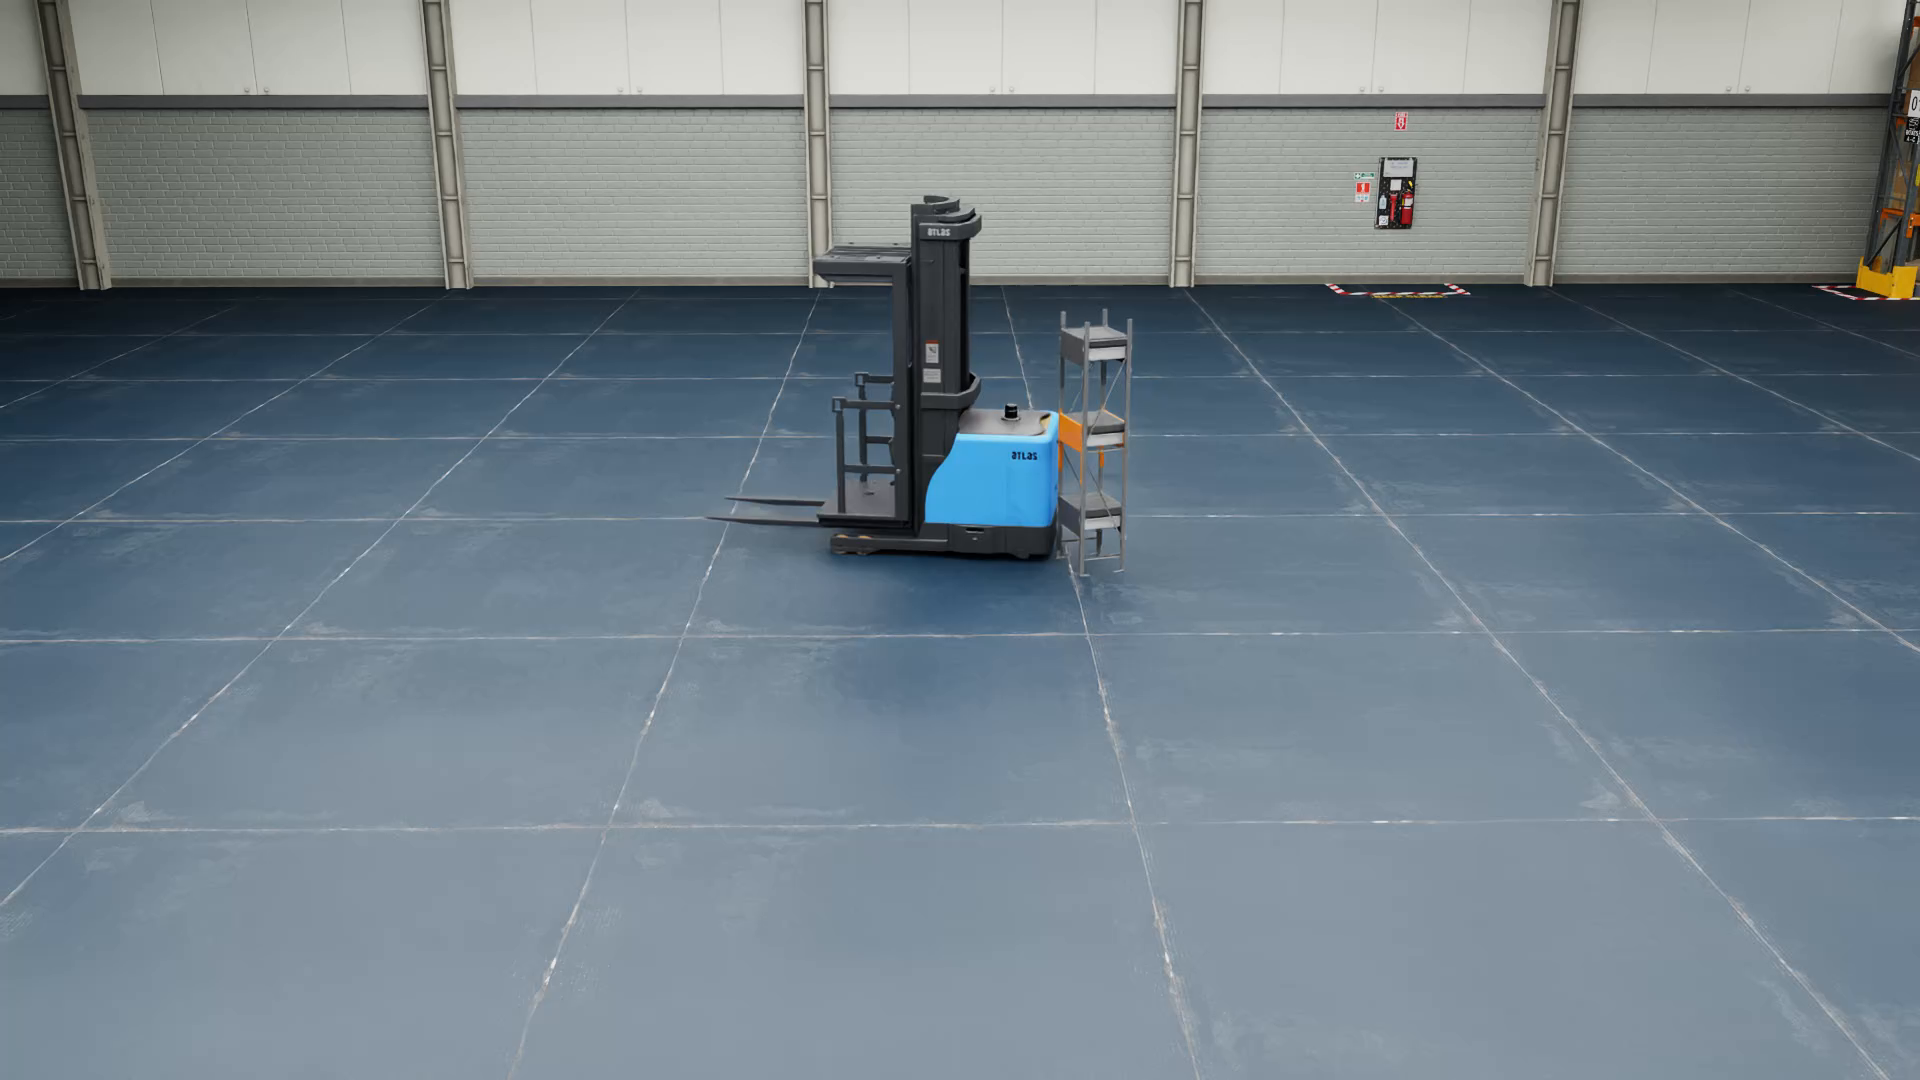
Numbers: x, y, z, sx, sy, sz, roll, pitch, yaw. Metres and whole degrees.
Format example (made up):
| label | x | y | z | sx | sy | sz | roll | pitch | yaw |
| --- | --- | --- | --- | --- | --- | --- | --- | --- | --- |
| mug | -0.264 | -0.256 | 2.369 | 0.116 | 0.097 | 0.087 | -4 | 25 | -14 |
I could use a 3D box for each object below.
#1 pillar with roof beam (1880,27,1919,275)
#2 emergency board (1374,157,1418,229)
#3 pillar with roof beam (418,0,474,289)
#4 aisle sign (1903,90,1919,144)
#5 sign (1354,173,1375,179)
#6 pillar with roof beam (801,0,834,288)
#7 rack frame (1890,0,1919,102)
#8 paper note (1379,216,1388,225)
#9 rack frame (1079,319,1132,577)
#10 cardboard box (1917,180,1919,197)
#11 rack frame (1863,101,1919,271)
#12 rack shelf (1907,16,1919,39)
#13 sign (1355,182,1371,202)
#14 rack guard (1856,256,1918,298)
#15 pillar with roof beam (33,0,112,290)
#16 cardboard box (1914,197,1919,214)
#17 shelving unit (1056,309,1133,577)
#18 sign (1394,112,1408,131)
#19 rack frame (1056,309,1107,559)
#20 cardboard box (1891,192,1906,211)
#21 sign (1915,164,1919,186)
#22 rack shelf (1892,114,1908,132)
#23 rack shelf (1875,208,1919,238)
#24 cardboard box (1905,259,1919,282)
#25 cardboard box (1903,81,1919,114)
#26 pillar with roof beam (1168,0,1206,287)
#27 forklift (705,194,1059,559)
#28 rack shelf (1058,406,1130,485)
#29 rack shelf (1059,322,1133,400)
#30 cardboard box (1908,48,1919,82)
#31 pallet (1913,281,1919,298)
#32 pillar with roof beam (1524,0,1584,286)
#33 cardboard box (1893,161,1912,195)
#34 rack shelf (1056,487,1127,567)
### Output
| label | x | y | z | sx | sy | sz | roll | pitch | yaw |
| --- | --- | --- | --- | --- | --- | --- | --- | --- | --- |
| pillar with roof beam | 15.761 | -7.282 | 22.517 | 0.400 | 9.000 | 9.100 | 0 | 18 | -1 |
| emergency board | 7.222 | -5.711 | 27.441 | 0.643 | 1.169 | 0.194 | 0 | 18 | -1 |
| pillar with roof beam | -8.236 | -7.167 | 22.156 | 0.400 | 9.000 | 9.100 | 0 | 18 | -1 |
| aisle sign | 14.939 | -6.619 | 26.014 | 0.004 | 0.787 | 0.394 | 0 | 18 | -1 |
| sign | 6.672 | -6.007 | 27.436 | 0.331 | 0.109 | 0.001 | 0 | 18 | -1 |
| pillar with roof beam | -2.237 | -7.196 | 22.246 | 0.400 | 9.000 | 9.100 | 0 | 18 | -1 |
| rack frame | 15.006 | -8.330 | 25.782 | 0.127 | 3.000 | 1.000 | 0 | 18 | -1 |
| paper note | 7.044 | -5.312 | 27.639 | 0.142 | 0.148 | 0.016 | 0 | 18 | -1 |
| rack frame | 1.166 | -0.720 | 13.354 | 0.400 | 2.100 | 0.015 | -6 | 19 | -18 |
| cardboard box | 15.489 | -5.679 | 26.324 | 0.500 | 0.500 | 0.500 | 0 | 18 | -1 |
| rack frame | 15.006 | -5.473 | 26.698 | 0.127 | 3.000 | 1.000 | 0 | 18 | -1 |
| rack shelf | 17.006 | -7.995 | 25.922 | 4.000 | 0.370 | 1.077 | 0 | 18 | -1 |
| sign | 6.667 | -5.757 | 27.526 | 0.234 | 0.329 | 0.001 | 0 | 18 | -1 |
| rack guard | 15.082 | -4.283 | 27.081 | 0.348 | 0.500 | 1.175 | 0 | 18 | -1 |
| pillar with roof beam | -14.236 | -7.138 | 22.066 | 0.400 | 9.000 | 9.100 | 0 | 18 | -1 |
| cardboard box | 15.499 | -5.317 | 26.423 | 0.500 | 0.250 | 0.500 | -1 | 18 | -2 |
| shelving unit | 1.087 | -0.790 | 13.573 | 0.431 | 2.100 | 0.503 | -6 | 19 | -18 |
| sign | 7.212 | -6.846 | 27.182 | 0.199 | 0.298 | 0.001 | 0 | 18 | -1 |
| rack frame | 1.007 | -0.861 | 13.793 | 0.400 | 2.100 | 0.015 | -6 | 19 | -18 |
| cardboard box | 15.471 | -5.473 | 26.910 | 0.500 | 0.250 | 0.500 | 0 | 18 | 0 |
| sign | 15.015 | -5.720 | 26.049 | 0.005 | 0.325 | 0.100 | 0 | 18 | -1 |
| rack shelf | 17.006 | -6.568 | 26.380 | 4.000 | 0.370 | 1.077 | 0 | 18 | -1 |
| rack shelf | 17.006 | -5.140 | 26.838 | 4.000 | 0.370 | 1.077 | 0 | 18 | -1 |
| cardboard box | 15.700 | -4.378 | 26.966 | 0.500 | 0.311 | 0.500 | -2 | 18 | -7 |
| cardboard box | 15.420 | -7.038 | 26.469 | 0.500 | 0.500 | 0.500 | 1 | 18 | 3 |
| pillar with roof beam | 3.762 | -7.225 | 22.337 | 0.400 | 9.000 | 9.100 | 0 | 18 | -1 |
| forklift | -0.672 | -1.422 | 14.181 | 3.031 | 2.935 | 1.130 | 2 | 18 | 7 |
| rack shelf | 1.087 | -0.777 | 13.577 | 0.431 | 0.518 | 0.480 | -6 | 19 | -18 |
| rack shelf | 1.087 | -1.444 | 13.364 | 0.431 | 0.518 | 0.480 | -6 | 19 | -18 |
| cardboard box | 15.433 | -7.516 | 26.324 | 0.500 | 0.500 | 0.500 | 1 | 18 | 2 |
| pallet | 15.895 | -4.139 | 27.104 | 1.213 | 0.211 | 1.003 | 0 | 18 | -1 |
| pillar with roof beam | 9.761 | -7.253 | 22.427 | 0.400 | 9.000 | 9.100 | 0 | 18 | -1 |
| cardboard box | 15.474 | -5.835 | 26.813 | 0.500 | 0.500 | 0.500 | 0 | 18 | -1 |
| rack shelf | 1.087 | -0.111 | 13.791 | 0.431 | 0.518 | 0.480 | -6 | 19 | -18 |
